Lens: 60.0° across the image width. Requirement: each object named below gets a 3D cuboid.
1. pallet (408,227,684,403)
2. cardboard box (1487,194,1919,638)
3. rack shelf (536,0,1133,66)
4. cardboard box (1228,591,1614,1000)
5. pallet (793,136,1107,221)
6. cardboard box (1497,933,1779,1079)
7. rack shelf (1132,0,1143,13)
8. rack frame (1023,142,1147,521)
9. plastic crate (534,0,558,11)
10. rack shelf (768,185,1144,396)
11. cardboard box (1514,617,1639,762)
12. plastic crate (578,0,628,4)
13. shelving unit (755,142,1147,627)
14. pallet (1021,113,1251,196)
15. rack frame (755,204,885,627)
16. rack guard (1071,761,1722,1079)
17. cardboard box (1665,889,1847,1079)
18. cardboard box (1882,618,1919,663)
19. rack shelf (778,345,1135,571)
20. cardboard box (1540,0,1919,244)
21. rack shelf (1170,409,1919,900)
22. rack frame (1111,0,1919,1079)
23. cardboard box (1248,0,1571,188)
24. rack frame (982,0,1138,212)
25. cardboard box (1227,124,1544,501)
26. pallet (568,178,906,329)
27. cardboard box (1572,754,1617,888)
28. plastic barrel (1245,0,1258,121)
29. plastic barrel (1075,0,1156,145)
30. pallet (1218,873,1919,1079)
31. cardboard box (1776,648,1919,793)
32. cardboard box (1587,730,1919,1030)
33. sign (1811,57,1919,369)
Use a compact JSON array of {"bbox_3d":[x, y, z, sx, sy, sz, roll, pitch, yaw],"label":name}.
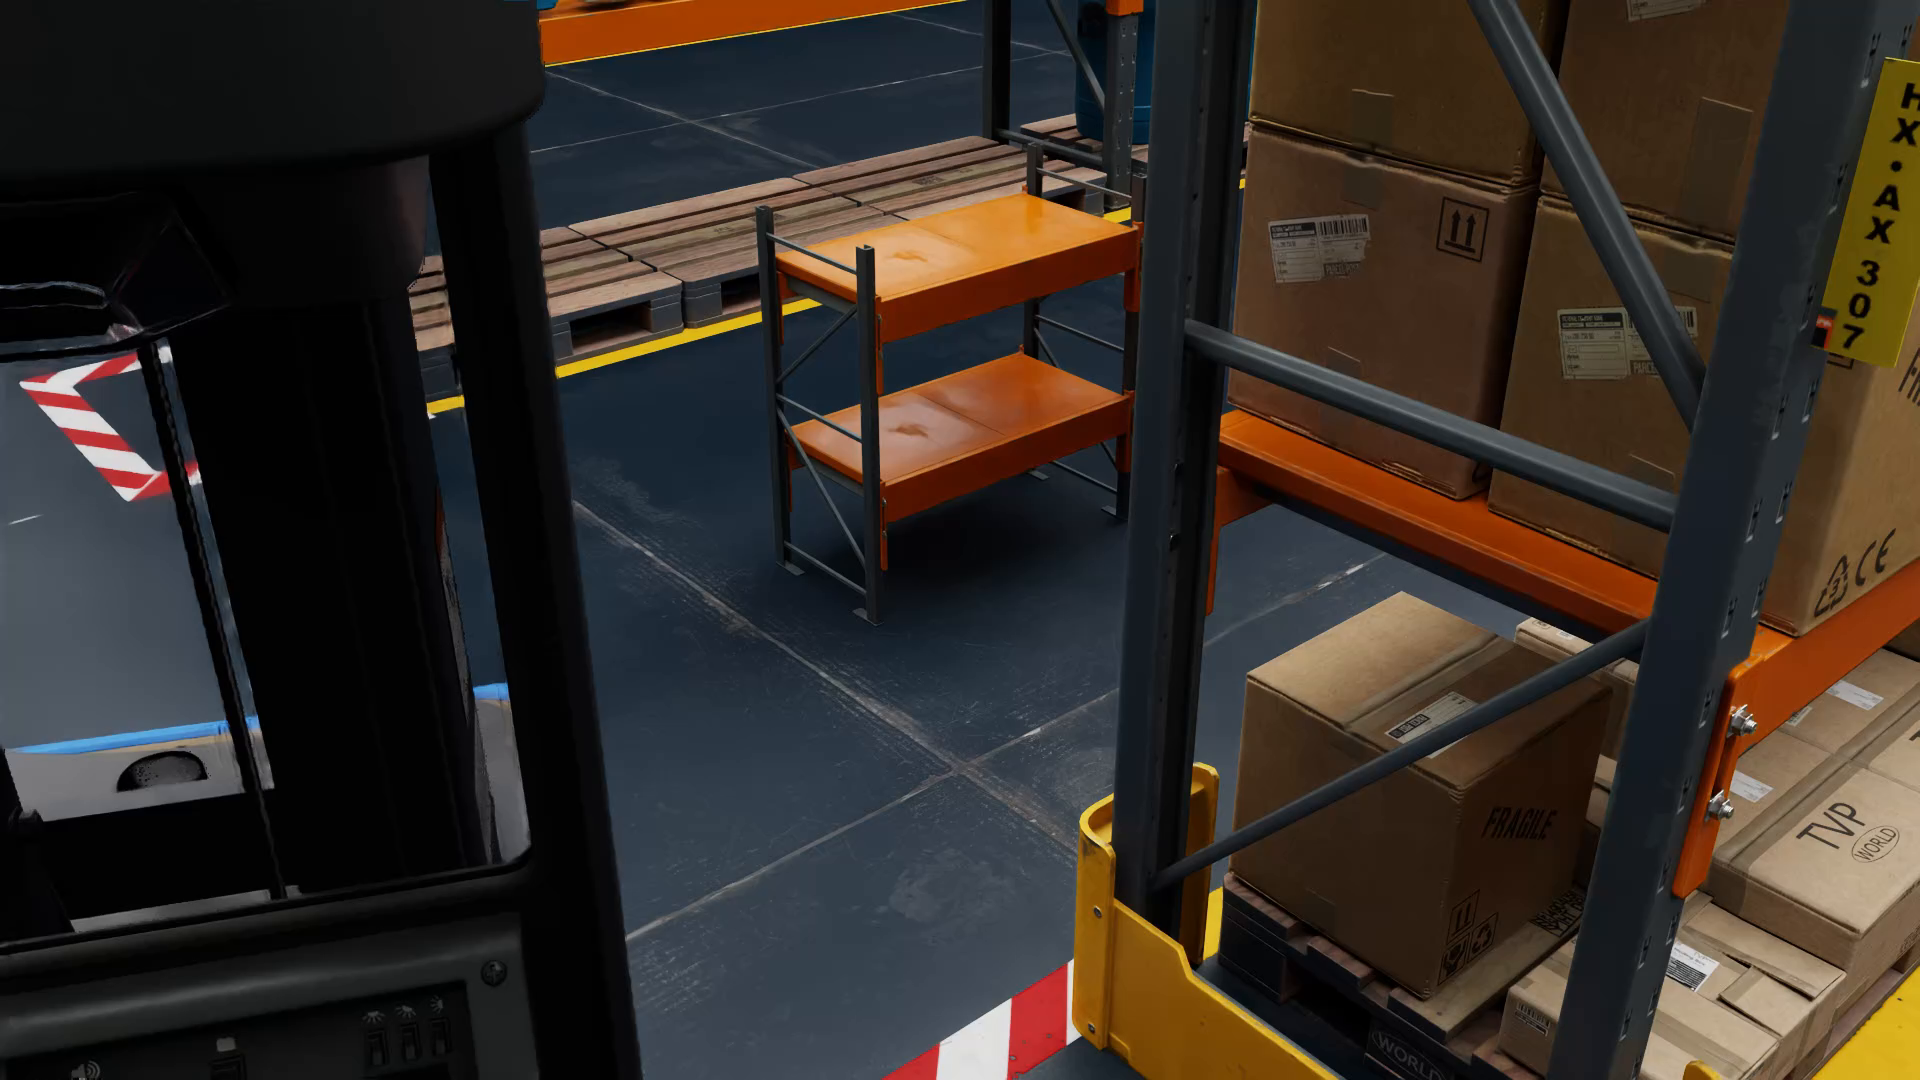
[{"bbox_3d":[-1.905,-0.950,6.803,1.213,0.211,1.003,-22,35,-35],"label":"pallet"},{"bbox_3d":[1.163,-0.249,2.428,0.500,0.500,0.500,-21,35,-34],"label":"cardboard box"},{"bbox_3d":[-1.036,-2.236,7.014,4.000,0.370,1.077,-22,35,-35],"label":"rack shelf"},{"bbox_3d":[0.908,0.490,3.336,0.500,0.500,0.500,-22,35,-35],"label":"cardboard box"},{"bbox_3d":[-0.049,-1.696,8.200,1.213,0.211,1.003,-22,35,-35],"label":"pallet"},{"bbox_3d":[1.196,0.895,2.952,0.250,0.149,0.380,-22,35,-35],"label":"cardboard box"},{"bbox_3d":[2.007,-3.459,9.304,4.000,0.370,1.077,-22,35,-35],"label":"rack shelf"},{"bbox_3d":[0.382,-0.650,5.272,0.032,1.125,0.500,-22,35,-35],"label":"rack frame"},{"bbox_3d":[-1.655,-2.053,6.022,0.300,0.233,0.416,-22,35,-35],"label":"plastic crate"},{"bbox_3d":[-0.005,-0.752,4.843,1.000,0.278,0.538,-22,35,-35],"label":"rack shelf"},{"bbox_3d":[1.650,0.320,3.919,0.500,0.250,0.500,-22,35,-35],"label":"cardboard box"},{"bbox_3d":[-1.342,-2.085,6.185,0.298,0.136,0.250,-22,35,-35],"label":"plastic crate"},{"bbox_3d":[-0.005,-0.494,4.981,1.048,1.125,0.538,-22,35,-35],"label":"shelving unit"},{"bbox_3d":[1.099,-2.156,9.061,1.213,0.211,1.003,-22,35,-35],"label":"pallet"},{"bbox_3d":[-0.392,-0.339,4.690,0.032,1.125,0.500,-22,35,-35],"label":"rack frame"},{"bbox_3d":[0.712,0.915,3.007,0.348,0.500,1.175,-22,35,-35],"label":"rack guard"},{"bbox_3d":[1.386,0.810,3.091,0.250,0.166,0.380,-22,35,-35],"label":"cardboard box"},{"bbox_3d":[2.271,0.096,4.070,0.637,0.503,0.797,-22,35,-35],"label":"cardboard box"},{"bbox_3d":[-0.005,-0.278,5.096,1.000,0.278,0.538,-22,35,-35],"label":"rack shelf"},{"bbox_3d":[1.163,-0.690,2.192,0.500,0.500,0.500,-21,34,-33],"label":"cardboard box"},{"bbox_3d":[2.176,-0.458,3.689,4.000,0.370,1.077,-22,35,-35],"label":"rack shelf"},{"bbox_3d":[0.654,-0.164,2.374,0.127,3.000,1.000,-22,35,-35],"label":"rack frame"},{"bbox_3d":[0.814,-0.884,2.554,0.500,0.500,0.500,-22,35,-35],"label":"cardboard box"},{"bbox_3d":[0.485,-3.165,7.990,0.127,3.000,1.000,-22,35,-35],"label":"rack frame"},{"bbox_3d":[0.818,-0.443,2.790,0.500,0.500,0.500,-21,34,-33],"label":"cardboard box"},{"bbox_3d":[-0.978,-1.321,7.498,1.213,0.211,1.003,-22,35,-35],"label":"pallet"},{"bbox_3d":[1.275,0.545,3.586,0.250,0.166,0.380,-22,35,-35],"label":"cardboard box"},{"bbox_3d":[1.449,-2.801,9.090,0.708,0.901,0.600,-22,35,-35],"label":"plastic barrel"},{"bbox_3d":[0.910,-2.585,8.685,0.708,0.901,0.600,-22,35,-35],"label":"plastic barrel"},{"bbox_3d":[1.318,0.799,3.532,1.213,0.211,1.003,-22,35,-35],"label":"pallet"},{"bbox_3d":[2.013,0.484,3.612,0.500,0.250,0.500,-22,35,-35],"label":"cardboard box"},{"bbox_3d":[1.632,0.637,3.326,0.500,0.250,0.500,-22,35,-35],"label":"cardboard box"},{"bbox_3d":[1.007,-0.351,1.806,0.005,0.325,0.100,-22,35,-35],"label":"sign"}]
